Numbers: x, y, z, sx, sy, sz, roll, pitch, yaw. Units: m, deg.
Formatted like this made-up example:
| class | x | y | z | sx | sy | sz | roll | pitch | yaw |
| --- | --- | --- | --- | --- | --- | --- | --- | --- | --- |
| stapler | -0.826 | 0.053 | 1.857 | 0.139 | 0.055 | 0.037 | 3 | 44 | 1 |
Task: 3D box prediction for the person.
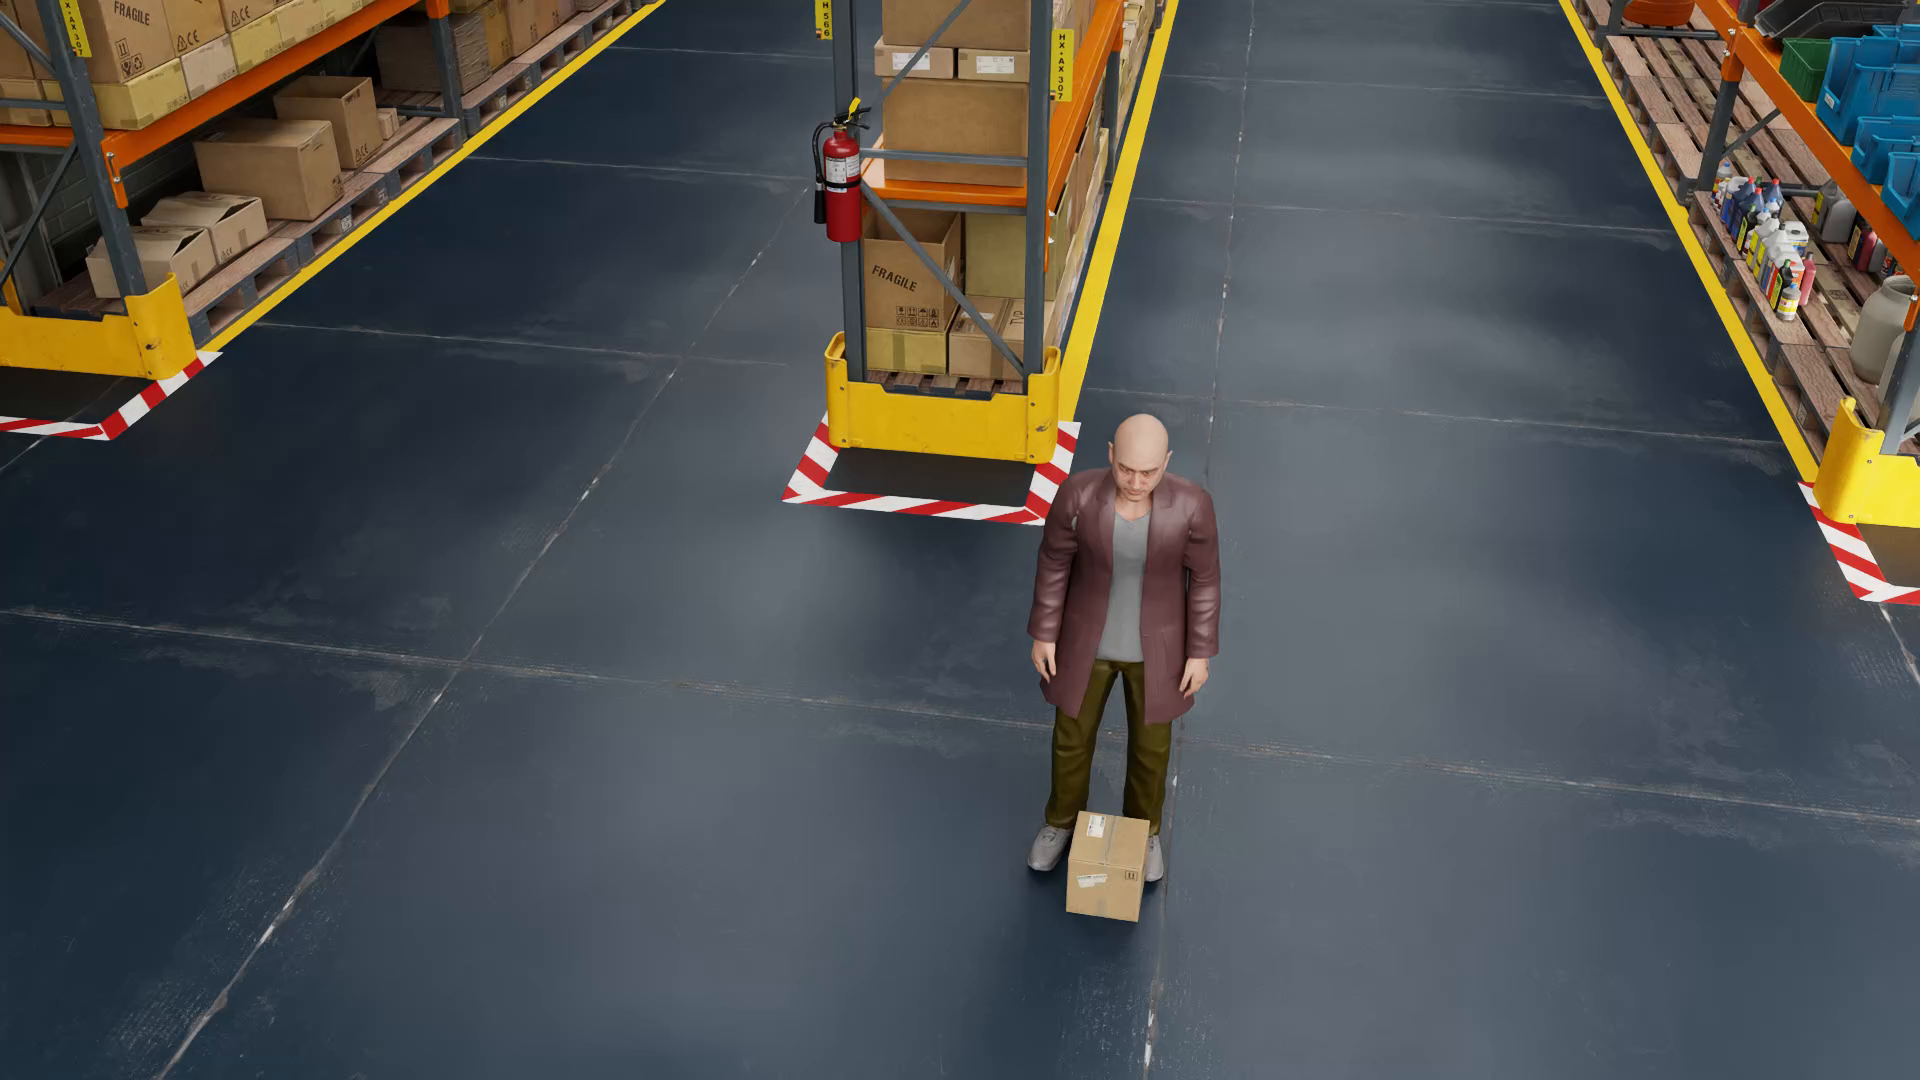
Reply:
| class | x | y | z | sx | sy | sz | roll | pitch | yaw |
| --- | --- | --- | --- | --- | --- | --- | --- | --- | --- |
| person | 0.542 | 0.355 | 5.582 | 0.643 | 1.773 | 0.428 | 5 | 32 | 8 |
